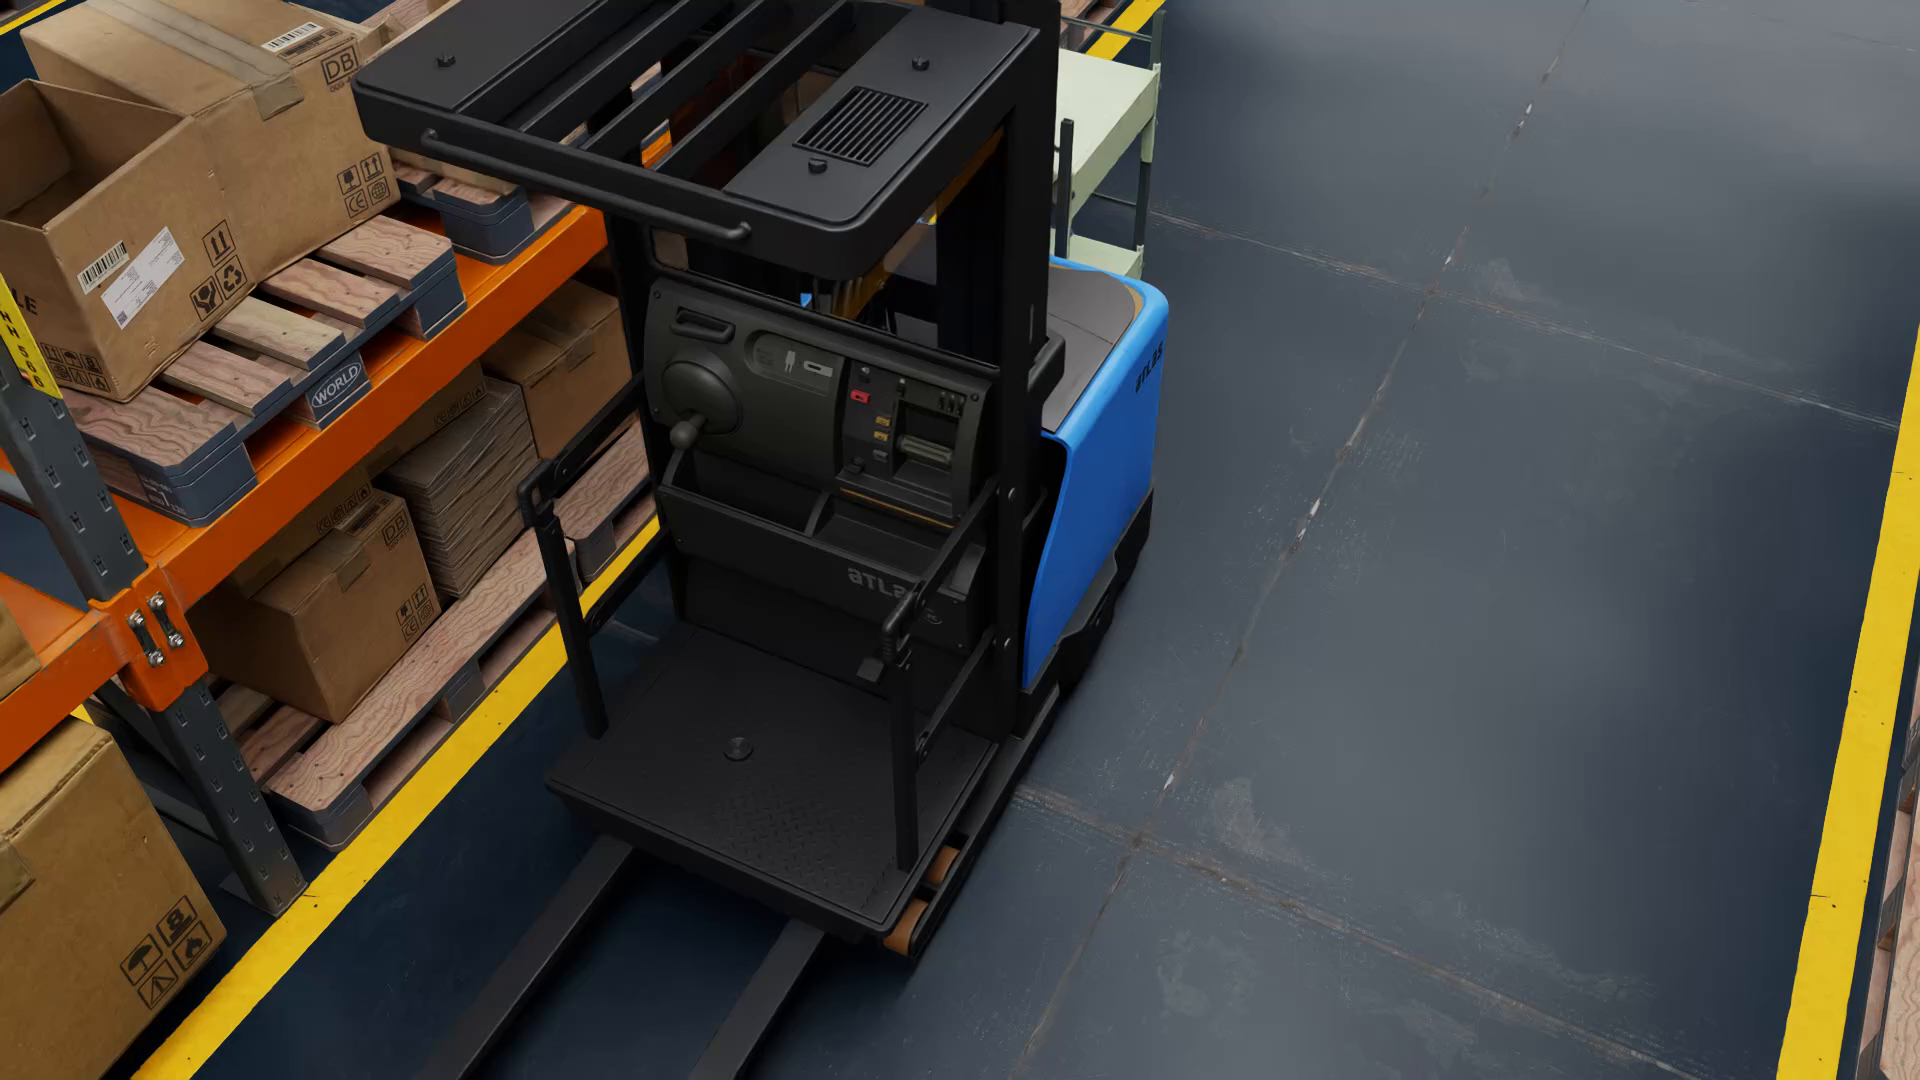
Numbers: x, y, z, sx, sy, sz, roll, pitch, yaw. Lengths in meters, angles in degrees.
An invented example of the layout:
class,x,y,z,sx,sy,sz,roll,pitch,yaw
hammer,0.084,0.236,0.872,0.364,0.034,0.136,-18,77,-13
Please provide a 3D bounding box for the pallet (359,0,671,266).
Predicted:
class,x,y,z,sx,sy,sz,roll,pitch,yaw
pallet,-1.453,-1.380,5.140,1.003,0.211,1.213,20,49,19

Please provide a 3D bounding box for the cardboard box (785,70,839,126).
class,x,y,z,sx,sy,sz,roll,pitch,yaw
cardboard box,-0.783,-1.603,6.673,0.700,0.500,0.500,17,48,16

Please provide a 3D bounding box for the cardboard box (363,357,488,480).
class,x,y,z,sx,sy,sz,roll,pitch,yaw
cardboard box,-1.814,-0.496,5.052,0.500,0.250,0.500,26,51,23

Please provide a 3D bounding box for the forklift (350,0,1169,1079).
class,x,y,z,sx,sy,sz,roll,pitch,yaw
forklift,-0.463,-0.246,3.933,1.130,2.935,3.031,19,48,18

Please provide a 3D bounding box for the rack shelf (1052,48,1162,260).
class,x,y,z,sx,sy,sz,roll,pitch,yaw
rack shelf,0.313,-1.262,5.394,0.431,0.370,0.720,19,48,18

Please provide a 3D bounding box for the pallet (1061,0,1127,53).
class,x,y,z,sx,sy,sz,roll,pitch,yaw
pallet,0.366,-2.933,8.500,1.003,0.211,1.213,20,49,19

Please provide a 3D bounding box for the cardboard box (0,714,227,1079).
class,x,y,z,sx,sy,sz,roll,pitch,yaw
cardboard box,-2.675,0.840,4.009,1.225,0.875,0.875,18,48,17

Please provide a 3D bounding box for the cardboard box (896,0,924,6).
class,x,y,z,sx,sy,sz,roll,pitch,yaw
cardboard box,-0.258,-2.214,7.292,0.500,0.500,0.500,19,48,18

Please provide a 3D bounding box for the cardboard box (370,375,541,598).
class,x,y,z,sx,sy,sz,roll,pitch,yaw
cardboard box,-1.797,-0.245,5.331,0.700,0.500,0.500,17,48,16

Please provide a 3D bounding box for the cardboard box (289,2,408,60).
class,x,y,z,sx,sy,sz,roll,pitch,yaw
cardboard box,-1.801,-1.427,4.850,0.396,0.266,0.258,19,48,18

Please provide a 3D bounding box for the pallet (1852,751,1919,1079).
class,x,y,z,sx,sy,sz,roll,pitch,yaw
pallet,3.012,1.188,4.428,1.003,0.211,1.213,20,49,19

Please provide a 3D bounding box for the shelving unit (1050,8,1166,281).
class,x,y,z,sx,sy,sz,roll,pitch,yaw
shelving unit,0.313,-0.988,5.672,0.431,1.500,0.755,19,48,18

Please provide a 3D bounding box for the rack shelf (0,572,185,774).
class,x,y,z,sx,sy,sz,roll,pitch,yaw
rack shelf,-3.265,1.326,2.836,1.077,0.370,4.000,20,49,19

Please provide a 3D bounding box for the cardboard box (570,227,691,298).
class,x,y,z,sx,sy,sz,roll,pitch,yaw
cardboard box,-1.281,-0.956,6.034,0.700,0.500,0.500,17,48,16

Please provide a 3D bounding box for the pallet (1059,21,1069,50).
class,x,y,z,sx,sy,sz,roll,pitch,yaw
pallet,-0.199,-2.161,7.738,1.003,0.211,1.213,20,49,19

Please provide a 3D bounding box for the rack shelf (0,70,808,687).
class,x,y,z,sx,sy,sz,roll,pitch,yaw
rack shelf,-1.408,-1.194,5.327,1.077,0.370,4.000,20,49,19

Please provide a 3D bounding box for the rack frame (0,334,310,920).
class,x,y,z,sx,sy,sz,roll,pitch,yaw
rack frame,-2.336,-0.187,3.826,1.000,3.000,0.127,20,49,19

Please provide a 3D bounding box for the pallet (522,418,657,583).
class,x,y,z,sx,sy,sz,roll,pitch,yaw
pallet,-1.405,-0.464,6.060,1.003,0.211,1.213,20,49,19

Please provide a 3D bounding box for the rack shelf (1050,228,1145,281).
class,x,y,z,sx,sy,sz,roll,pitch,yaw
rack shelf,0.313,-0.758,5.903,0.431,0.370,0.720,19,48,18

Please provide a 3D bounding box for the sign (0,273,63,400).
class,x,y,z,sx,sy,sz,roll,pitch,yaw
sign,-1.843,-0.413,3.235,0.100,0.325,0.005,20,49,19

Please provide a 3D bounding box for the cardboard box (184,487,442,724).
class,x,y,z,sx,sy,sz,roll,pitch,yaw
cardboard box,-2.043,0.109,4.982,0.700,0.500,0.500,18,48,17

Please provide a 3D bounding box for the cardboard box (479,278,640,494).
class,x,y,z,sx,sy,sz,roll,pitch,yaw
cardboard box,-1.540,-0.605,5.687,0.700,0.500,0.500,24,50,22

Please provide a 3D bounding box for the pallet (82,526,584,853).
class,x,y,z,sx,sy,sz,roll,pitch,yaw
pallet,-1.972,0.302,5.303,1.003,0.211,1.213,20,49,19

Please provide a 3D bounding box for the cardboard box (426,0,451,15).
class,x,y,z,sx,sy,sz,roll,pitch,yaw
cardboard box,-1.202,-1.768,5.021,0.797,0.503,0.637,25,51,23

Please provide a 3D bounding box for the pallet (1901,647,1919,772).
class,x,y,z,sx,sy,sz,roll,pitch,yaw
pallet,3.577,0.416,5.190,1.003,0.211,1.213,20,49,19

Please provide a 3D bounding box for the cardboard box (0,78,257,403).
class,x,y,z,sx,sy,sz,roll,pitch,yaw
cardboard box,-2.121,-0.723,3.990,0.500,0.500,0.500,15,47,14

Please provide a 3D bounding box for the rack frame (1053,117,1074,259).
class,x,y,z,sx,sy,sz,roll,pitch,yaw
rack frame,0.150,-0.754,5.441,0.400,1.500,0.023,19,48,18

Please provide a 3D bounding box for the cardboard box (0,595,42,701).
class,x,y,z,sx,sy,sz,roll,pitch,yaw
cardboard box,-2.346,0.171,3.402,0.500,0.500,0.500,22,49,20

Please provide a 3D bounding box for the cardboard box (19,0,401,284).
class,x,y,z,sx,sy,sz,roll,pitch,yaw
cardboard box,-1.950,-1.108,4.370,0.700,0.500,0.500,28,51,25

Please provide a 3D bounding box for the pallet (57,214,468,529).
class,x,y,z,sx,sy,sz,roll,pitch,yaw
pallet,-2.100,-0.603,4.372,1.213,0.211,1.003,20,49,19

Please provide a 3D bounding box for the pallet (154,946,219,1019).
class,x,y,z,sx,sy,sz,roll,pitch,yaw
pallet,-2.769,1.265,4.351,1.003,0.211,1.213,20,49,19

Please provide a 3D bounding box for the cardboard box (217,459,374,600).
class,x,y,z,sx,sy,sz,roll,pitch,yaw
cardboard box,-2.052,-0.158,4.718,0.500,0.250,0.500,22,49,21

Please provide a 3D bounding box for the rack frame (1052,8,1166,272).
class,x,y,z,sx,sy,sz,roll,pitch,yaw
rack frame,0.475,-1.221,5.902,0.400,1.500,0.023,19,48,18

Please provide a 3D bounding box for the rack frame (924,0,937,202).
class,x,y,z,sx,sy,sz,roll,pitch,yaw
rack frame,-0.479,-2.707,6.316,1.000,3.000,0.127,20,49,19

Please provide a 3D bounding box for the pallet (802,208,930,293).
class,x,y,z,sx,sy,sz,roll,pitch,yaw
pallet,-0.839,-1.236,6.823,1.003,0.211,1.213,20,49,19

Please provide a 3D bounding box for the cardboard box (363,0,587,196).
class,x,y,z,sx,sy,sz,roll,pitch,yaw
cardboard box,-1.354,-1.262,4.698,0.500,0.250,0.500,19,48,18
